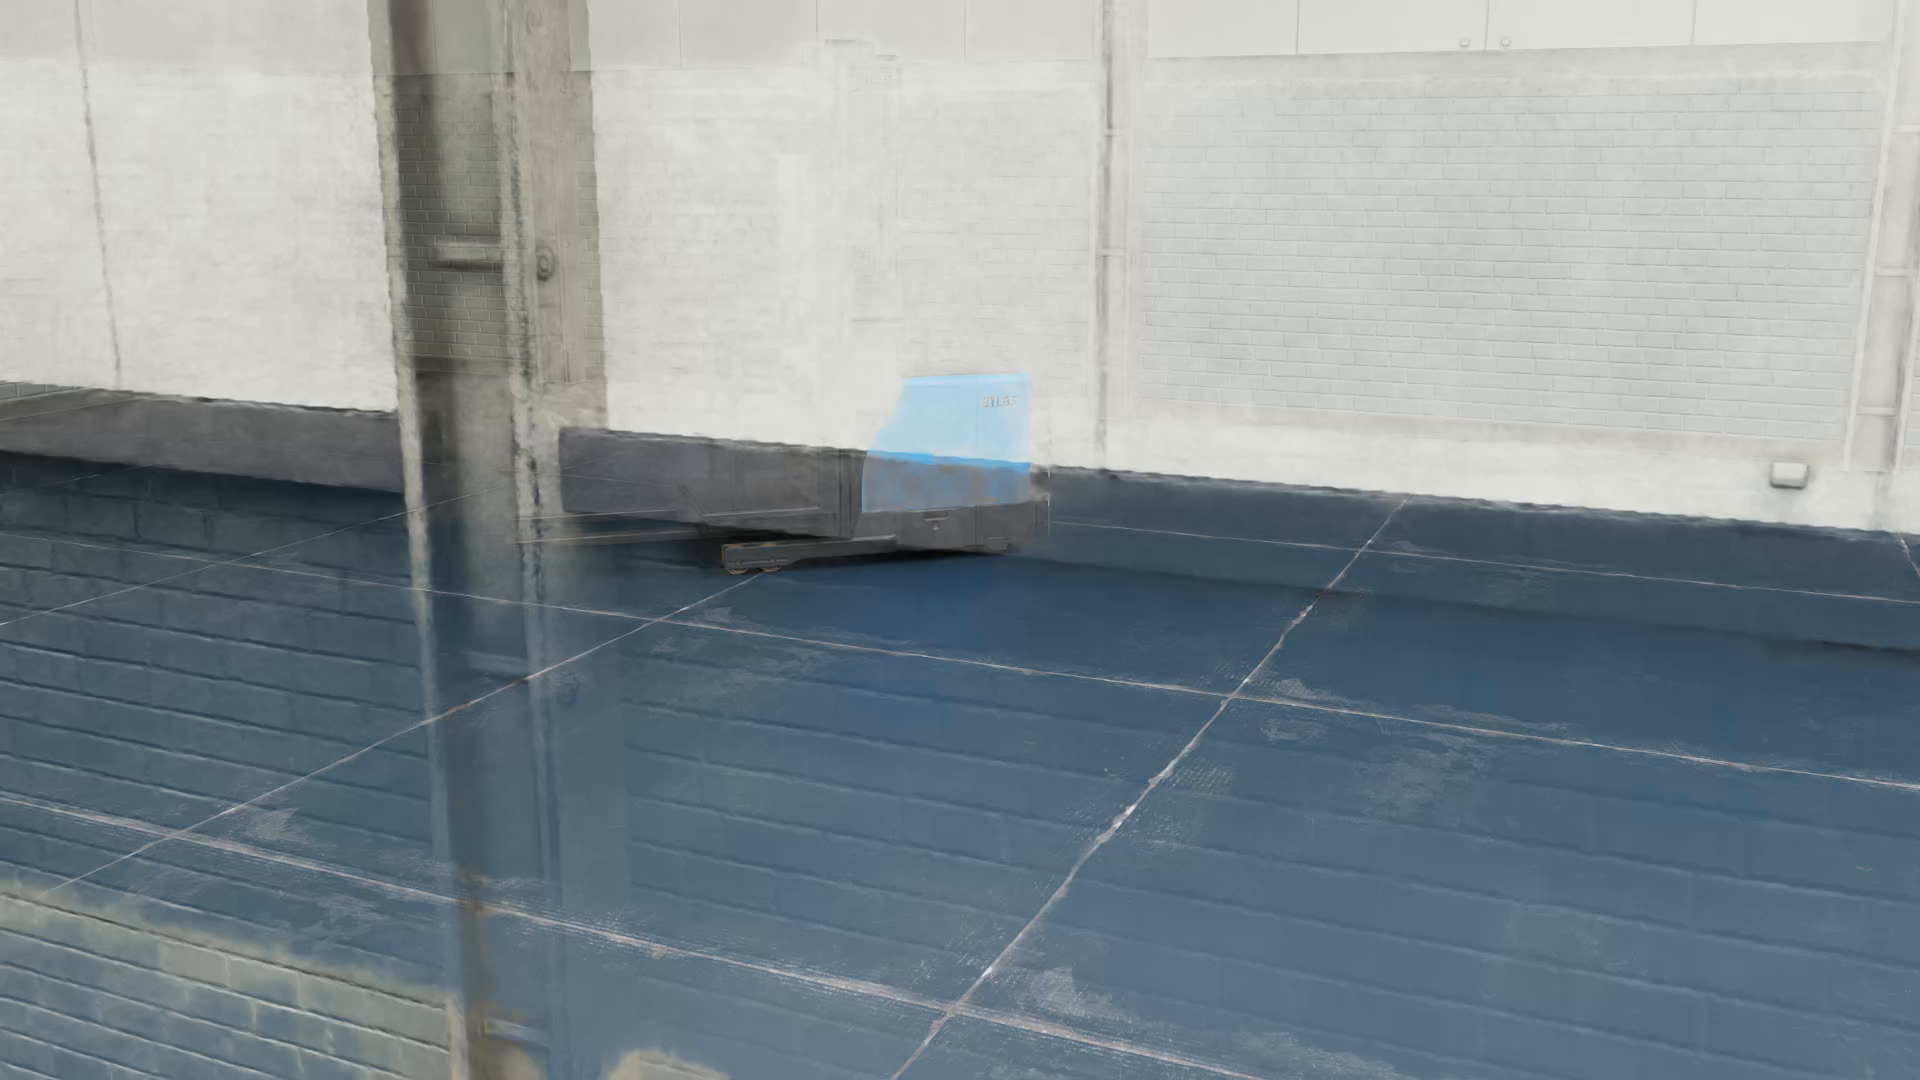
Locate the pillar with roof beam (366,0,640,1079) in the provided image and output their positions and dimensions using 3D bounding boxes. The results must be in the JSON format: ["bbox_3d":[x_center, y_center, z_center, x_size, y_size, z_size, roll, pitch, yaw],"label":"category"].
[{"bbox_3d":[-5.868,-5.126,12.400,0.400,9.000,9.100,6,14,23],"label":"pillar with roof beam"}]
